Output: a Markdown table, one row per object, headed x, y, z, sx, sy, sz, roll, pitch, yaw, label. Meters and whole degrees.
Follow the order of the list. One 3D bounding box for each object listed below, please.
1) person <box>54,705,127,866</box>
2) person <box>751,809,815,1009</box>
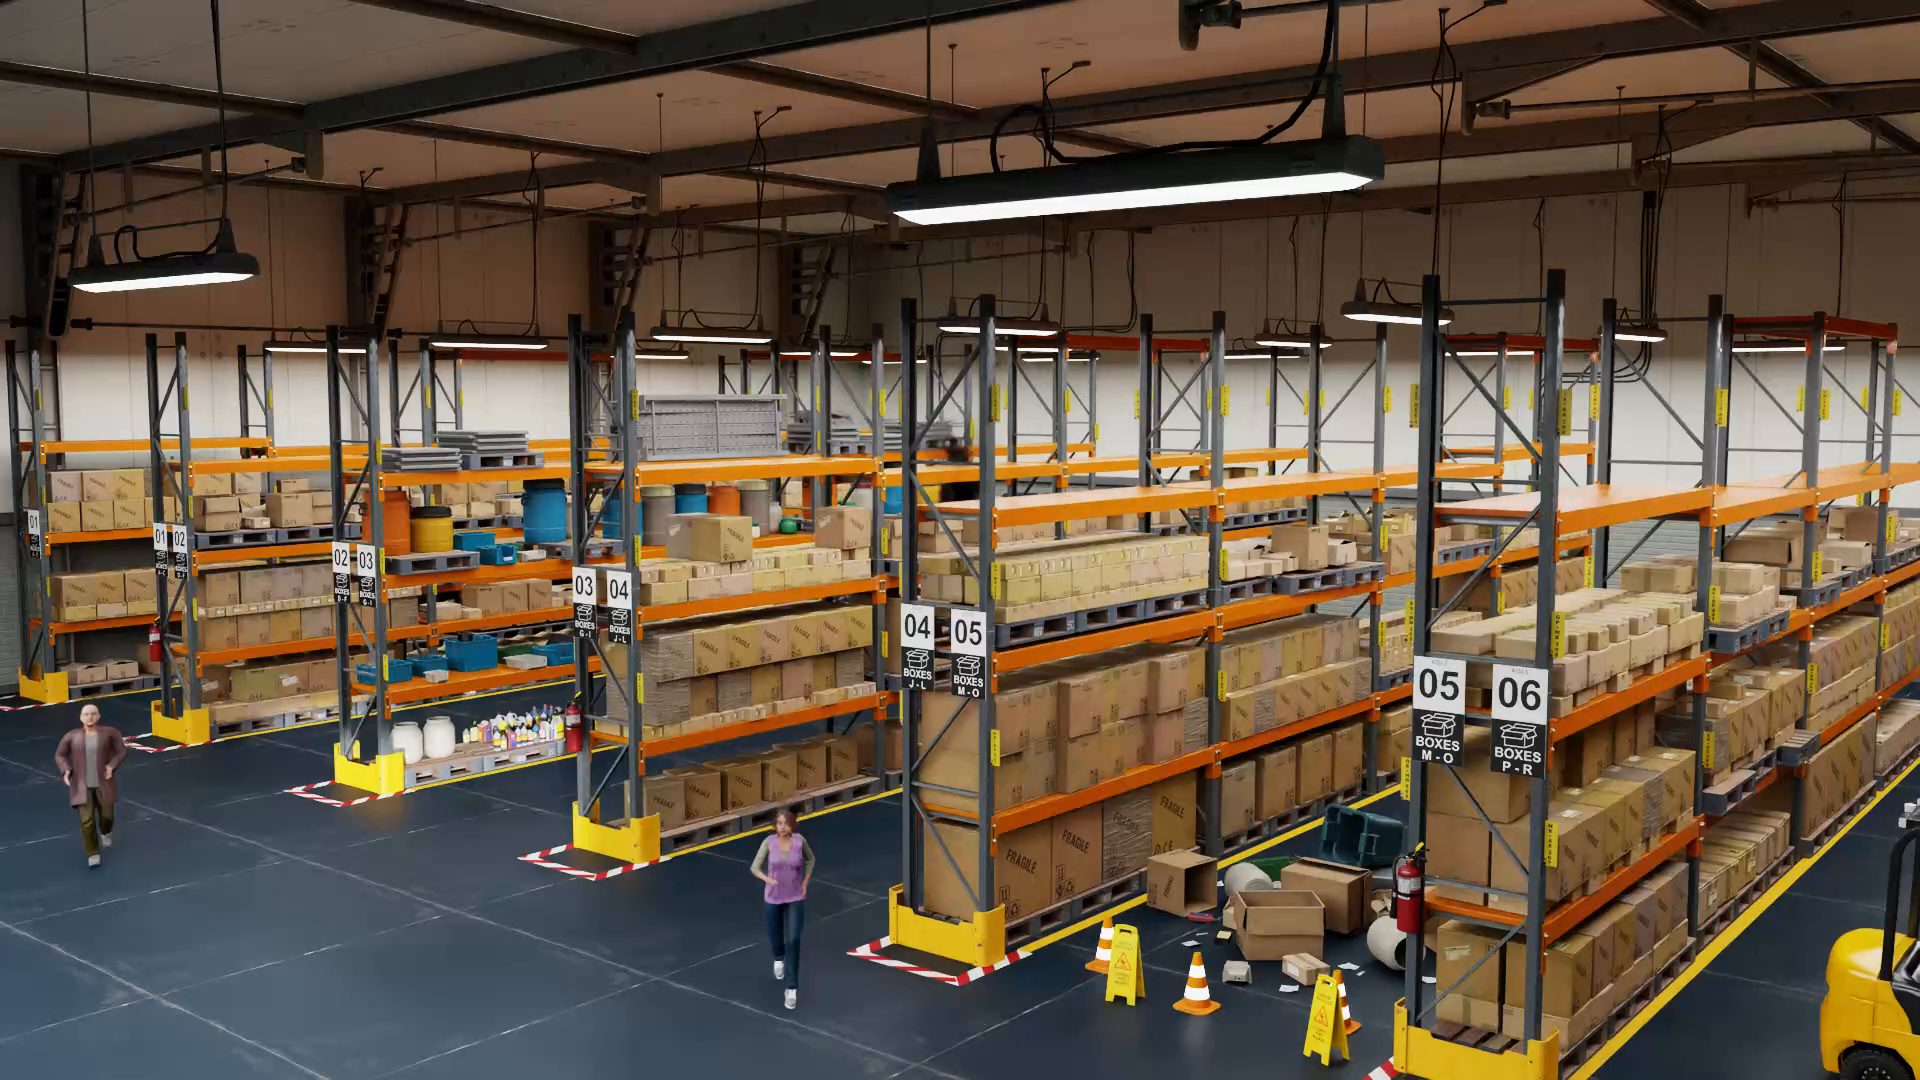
| x | y | z | sx | sy | sz | roll | pitch | yaw | label |
| --- | --- | --- | --- | --- | --- | --- | --- | --- | --- |
| -9.519 | 2.661 | 18.235 | 0.712 | 1.729 | 0.746 | -3 | 6 | -27 | person |
| -1.509 | 3.083 | 14.187 | 0.546 | 1.607 | 0.807 | 0 | 5 | -3 | person |
